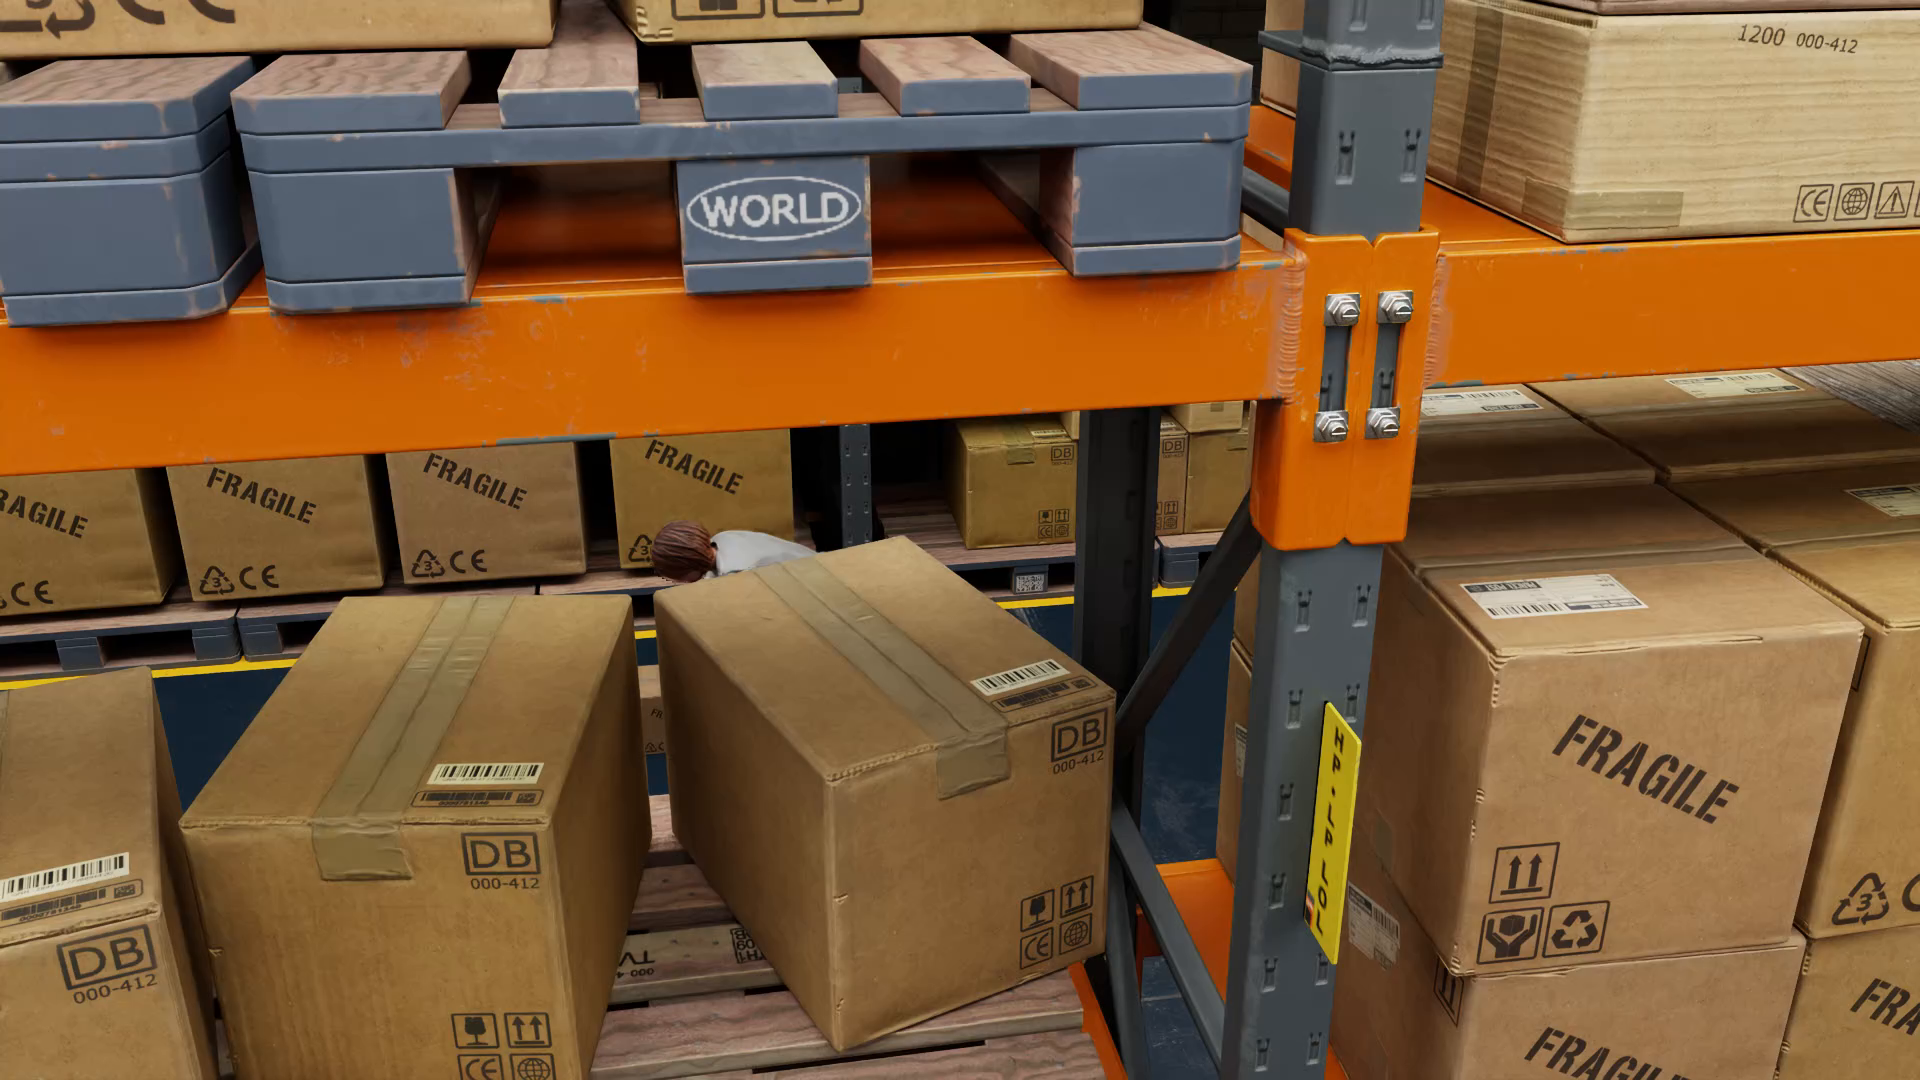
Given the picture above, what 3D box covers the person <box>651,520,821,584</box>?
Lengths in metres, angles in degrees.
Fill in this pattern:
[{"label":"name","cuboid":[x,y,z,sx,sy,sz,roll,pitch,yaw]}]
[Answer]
[{"label":"person","cuboid":[-0.732,0.329,6.246,0.792,0.889,0.449,-4,24,-9]}]
